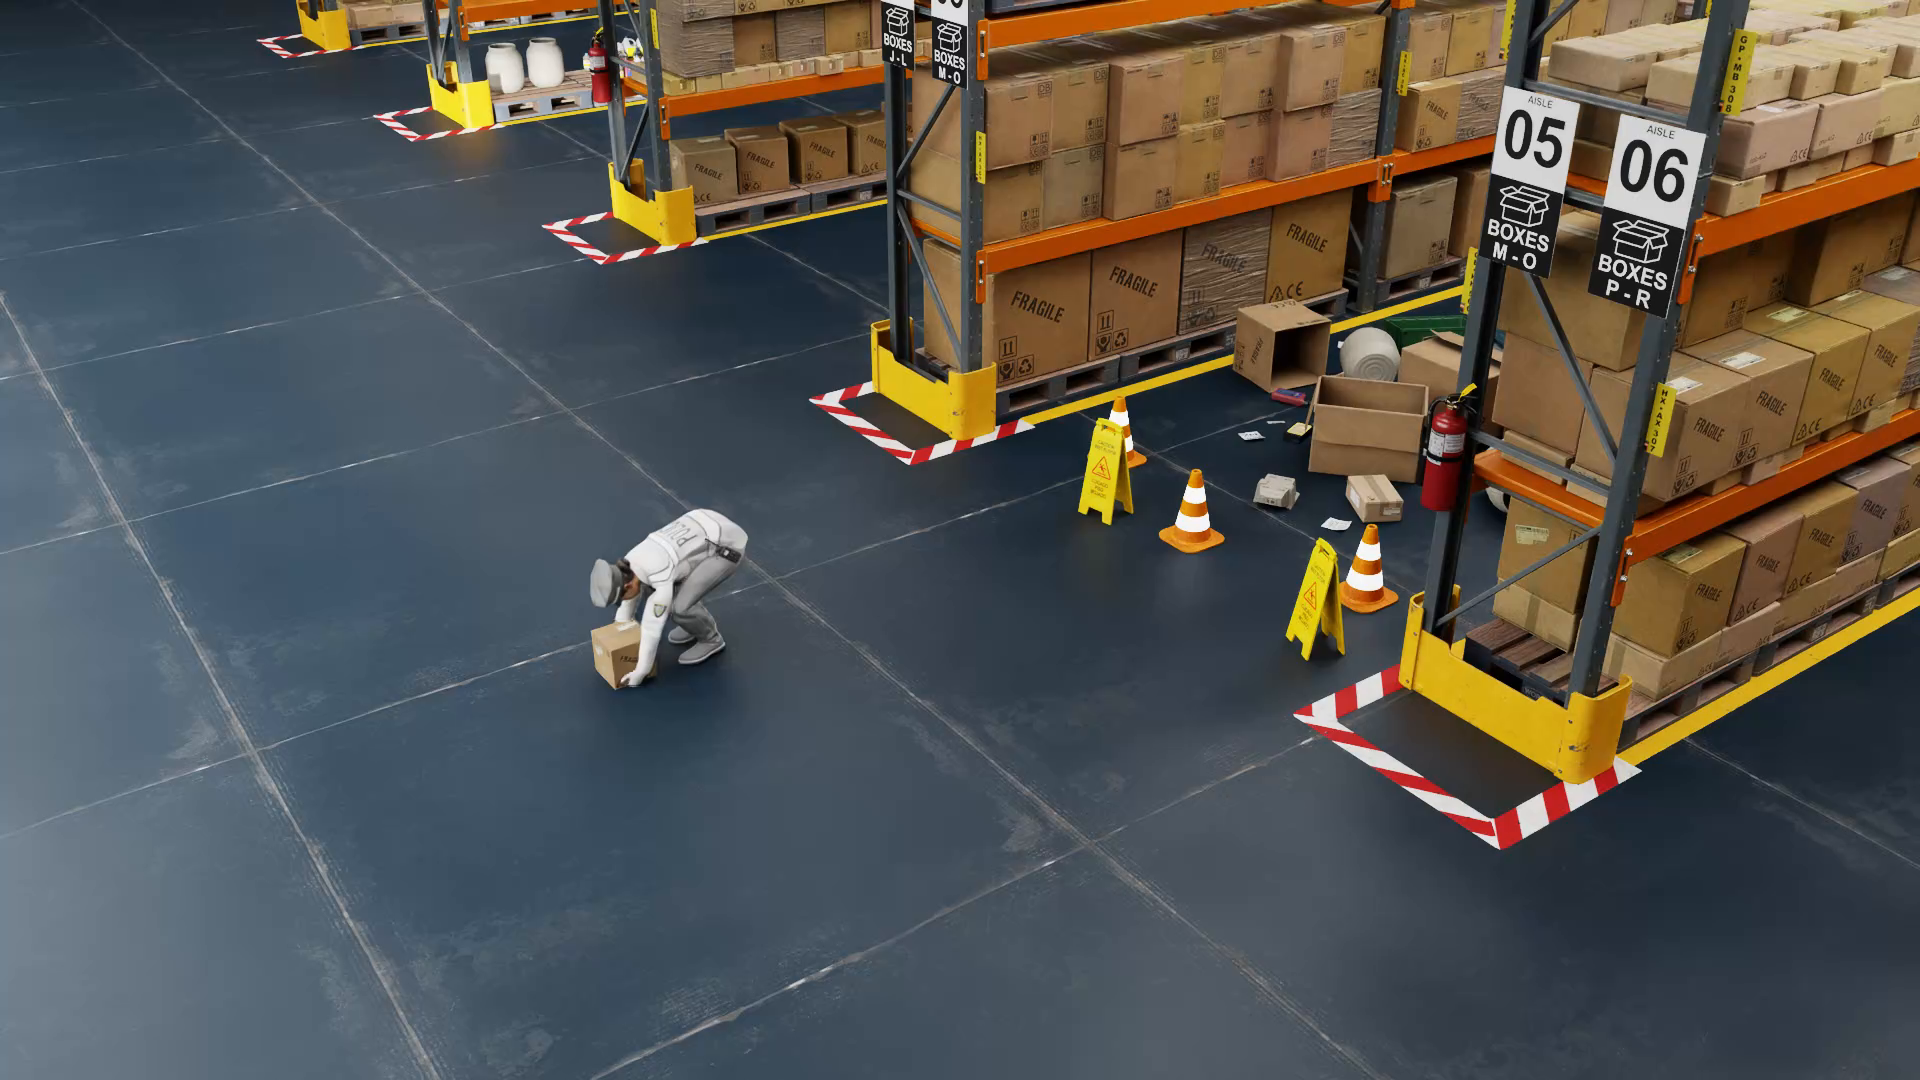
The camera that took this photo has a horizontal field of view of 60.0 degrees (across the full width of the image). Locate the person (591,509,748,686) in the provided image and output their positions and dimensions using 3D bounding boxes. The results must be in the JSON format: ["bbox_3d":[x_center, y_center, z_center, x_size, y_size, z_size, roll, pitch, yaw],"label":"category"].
[{"bbox_3d":[-1.571,0.300,9.020,0.905,0.801,0.452,-20,35,-32],"label":"person"}]
